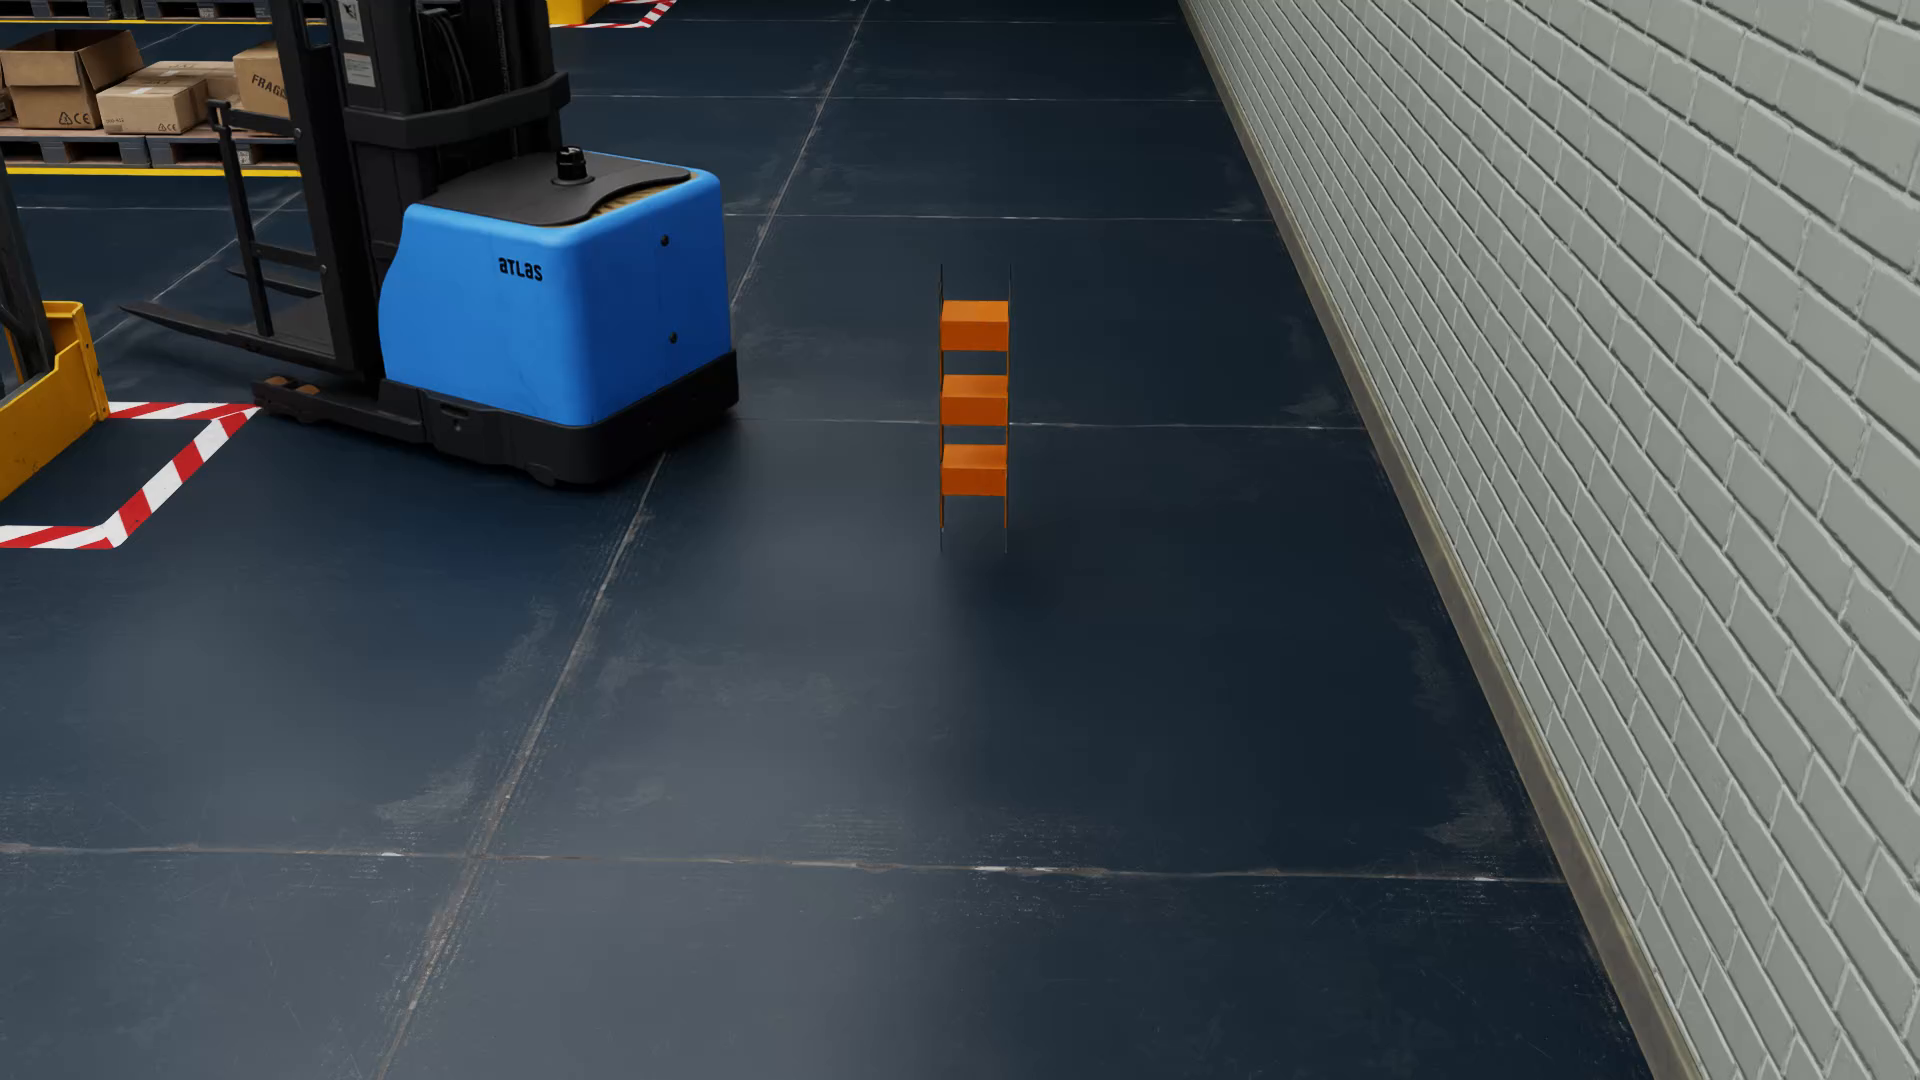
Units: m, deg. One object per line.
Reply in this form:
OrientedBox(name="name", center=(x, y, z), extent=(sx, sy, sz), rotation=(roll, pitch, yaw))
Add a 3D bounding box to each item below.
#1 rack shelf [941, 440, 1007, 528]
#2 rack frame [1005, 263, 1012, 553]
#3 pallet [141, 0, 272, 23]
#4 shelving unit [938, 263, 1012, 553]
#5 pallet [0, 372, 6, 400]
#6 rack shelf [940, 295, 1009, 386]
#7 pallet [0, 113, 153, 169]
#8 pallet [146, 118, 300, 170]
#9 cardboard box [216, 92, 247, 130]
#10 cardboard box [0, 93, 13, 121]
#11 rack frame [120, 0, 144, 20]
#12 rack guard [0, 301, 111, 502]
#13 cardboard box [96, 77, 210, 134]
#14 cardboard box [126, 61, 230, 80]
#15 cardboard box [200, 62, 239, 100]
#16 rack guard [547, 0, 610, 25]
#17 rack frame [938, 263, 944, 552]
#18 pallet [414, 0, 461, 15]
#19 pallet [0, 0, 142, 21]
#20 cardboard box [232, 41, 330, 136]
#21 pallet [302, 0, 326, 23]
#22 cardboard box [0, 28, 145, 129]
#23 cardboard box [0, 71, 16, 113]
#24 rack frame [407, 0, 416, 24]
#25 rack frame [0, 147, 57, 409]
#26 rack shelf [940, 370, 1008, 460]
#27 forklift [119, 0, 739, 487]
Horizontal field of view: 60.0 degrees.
OrientedBox(name="rack shelf", center=(0.053, -0.208, 6.138), extent=(0.240, 0.259, 0.215), rotation=(1, 28, 2))
OrientedBox(name="rack frame", center=(0.175, -0.461, 5.999), extent=(0.008, 1.050, 0.200), rotation=(1, 28, 2))
OrientedBox(name="pallet", center=(-6.829, -5.046, 15.544), extent=(1.213, 0.211, 1.003), rotation=(1, 28, 2))
OrientedBox(name="shelving unit", center=(0.053, -0.463, 6.002), extent=(0.252, 1.050, 0.215), rotation=(1, 28, 2))
OrientedBox(name="pallet", center=(-4.761, -0.424, 6.824), extent=(1.213, 0.211, 1.003), rotation=(1, 28, 2))
OrientedBox(name="rack shelf", center=(0.053, -0.704, 5.874), extent=(0.240, 0.259, 0.215), rotation=(1, 28, 2))
OrientedBox(name="pallet", center=(-5.849, -2.746, 11.205), extent=(1.213, 0.211, 1.003), rotation=(1, 28, 2))
OrientedBox(name="pallet", center=(-4.633, -2.724, 11.164), extent=(1.213, 0.211, 1.003), rotation=(1, 28, 2))
OrientedBox(name="cardboard box", center=(-4.714, -2.828, 10.937), extent=(0.250, 0.166, 0.380), rotation=(1, 28, 2))
OrientedBox(name="cardboard box", center=(-6.481, -2.833, 10.948), extent=(0.250, 0.166, 0.380), rotation=(1, 28, 2))
OrientedBox(name="rack frame", center=(-7.586, -6.327, 14.984), extent=(0.127, 3.000, 1.000), rotation=(1, 28, 2))
OrientedBox(name="rack guard", center=(-3.914, -0.525, 6.707), extent=(0.348, 0.500, 1.175), rotation=(1, 28, 2))
OrientedBox(name="cardboard box", center=(-5.260, -2.846, 10.881), extent=(0.500, 0.250, 0.500), rotation=(1, 28, 2))
OrientedBox(name="cardboard box", center=(-5.293, -3.080, 11.324), extent=(0.500, 0.250, 0.500), rotation=(1, 28, 2))
OrientedBox(name="cardboard box", center=(-4.793, -3.072, 11.309), extent=(0.500, 0.250, 0.500), rotation=(1, 28, 2))
OrientedBox(name="rack guard", center=(-3.565, -5.157, 15.444), extent=(0.348, 0.500, 1.175), rotation=(1, 28, 2))
OrientedBox(name="rack frame", center=(-0.068, -0.465, 6.006), extent=(0.008, 1.050, 0.200), rotation=(1, 28, 2))
OrientedBox(name="pallet", center=(-4.391, -5.006, 15.468), extent=(1.213, 0.211, 1.003), rotation=(1, 28, 2))
OrientedBox(name="pallet", center=(-8.360, -5.073, 15.594), extent=(1.213, 0.211, 1.003), rotation=(1, 28, 2))
OrientedBox(name="cardboard box", center=(-4.312, -2.926, 10.767), extent=(0.500, 0.500, 0.500), rotation=(1, 28, 2))
OrientedBox(name="pallet", center=(-5.607, -5.027, 15.508), extent=(1.213, 0.211, 1.003), rotation=(1, 28, 2))
OrientedBox(name="cardboard box", center=(-5.880, -3.072, 11.037), extent=(0.637, 0.503, 0.797), rotation=(1, 28, 2))
OrientedBox(name="cardboard box", center=(-6.429, -3.126, 11.346), extent=(0.500, 0.311, 0.500), rotation=(1, 28, 2))
OrientedBox(name="rack frame", center=(-3.760, -3.943, 10.485), extent=(0.127, 3.000, 1.000), rotation=(1, 28, 2))
OrientedBox(name="rack frame", center=(-3.939, -1.624, 6.111), extent=(0.127, 3.000, 1.000), rotation=(1, 28, 2))
OrientedBox(name="rack shelf", center=(0.053, -0.454, 6.007), extent=(0.240, 0.259, 0.215), rotation=(1, 28, 2))
OrientedBox(name="forklift", center=(-2.501, -1.995, 6.884), extent=(3.031, 2.935, 1.130), rotation=(15, 31, 26))
